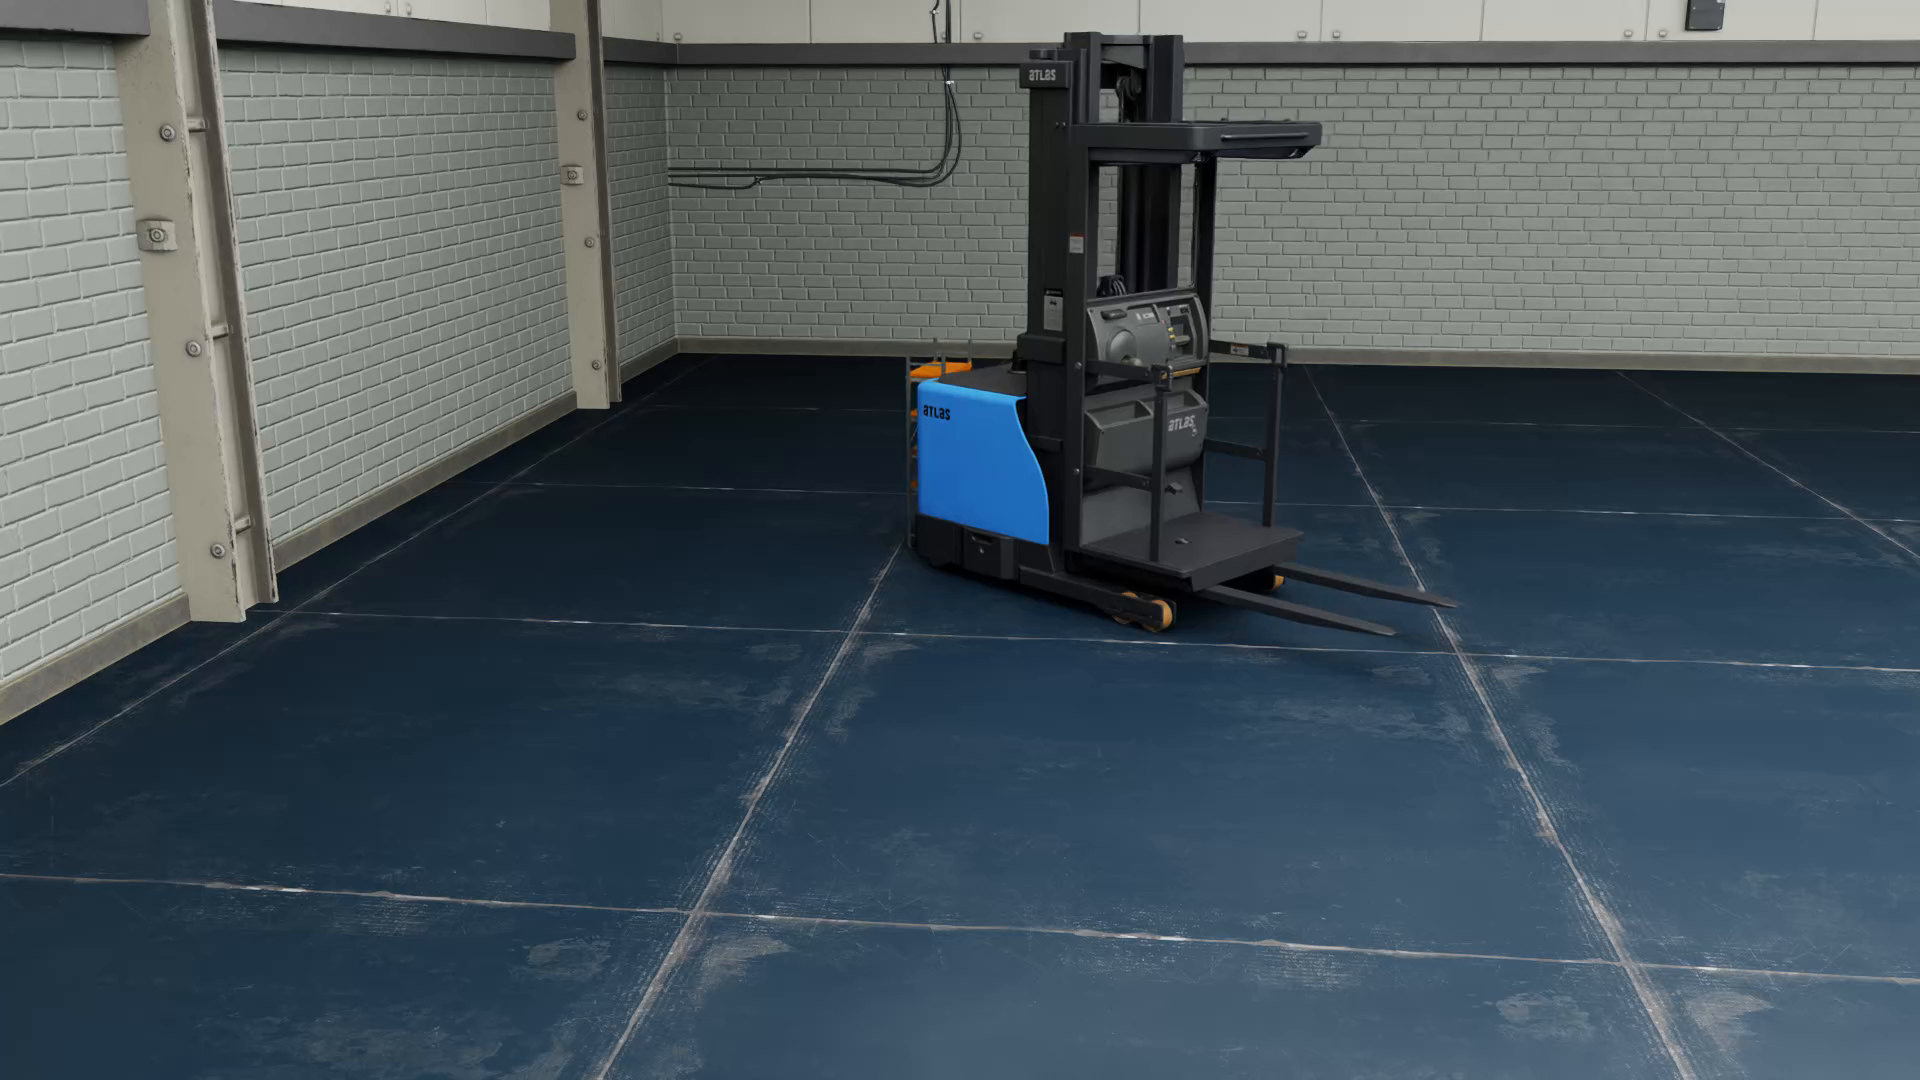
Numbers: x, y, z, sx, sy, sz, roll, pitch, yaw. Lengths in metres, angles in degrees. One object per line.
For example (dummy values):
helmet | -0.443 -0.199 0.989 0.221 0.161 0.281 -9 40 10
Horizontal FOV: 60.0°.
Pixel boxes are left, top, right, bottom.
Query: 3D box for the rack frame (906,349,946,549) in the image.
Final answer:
rack frame | -0.199 -0.521 9.791 0.240 1.200 0.015 5 16 18

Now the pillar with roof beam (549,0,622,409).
pillar with roof beam | 1.109 -5.404 12.906 9.100 9.000 0.400 2 15 6

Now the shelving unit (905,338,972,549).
shelving unit | -0.123 -0.582 10.015 0.258 1.200 0.503 5 16 18

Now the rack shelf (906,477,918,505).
rack shelf | -0.123 -0.325 10.084 0.258 0.148 0.480 5 16 18

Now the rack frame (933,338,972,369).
rack frame | -0.046 -0.642 10.238 0.240 1.200 0.015 5 16 18

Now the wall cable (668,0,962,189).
wall cable | -1.522 -4.757 16.462 3.097 2.526 0.112 2 15 6

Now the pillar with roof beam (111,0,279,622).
pillar with roof beam | 0.432 -3.848 7.151 9.100 9.000 0.400 2 15 6

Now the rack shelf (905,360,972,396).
rack shelf | -0.123 -0.961 9.912 0.258 0.148 0.480 5 16 18

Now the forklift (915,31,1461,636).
forklift | 1.144 -1.099 8.613 3.031 2.935 1.130 14 21 43

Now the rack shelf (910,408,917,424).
rack shelf | -0.123 -0.733 9.974 0.258 0.148 0.480 5 16 18

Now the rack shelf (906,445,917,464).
rack shelf | -0.123 -0.517 10.032 0.258 0.148 0.480 5 16 18

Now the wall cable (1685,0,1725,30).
wall cable | 7.909 -7.614 14.564 2.305 6.003 0.169 2 15 6
